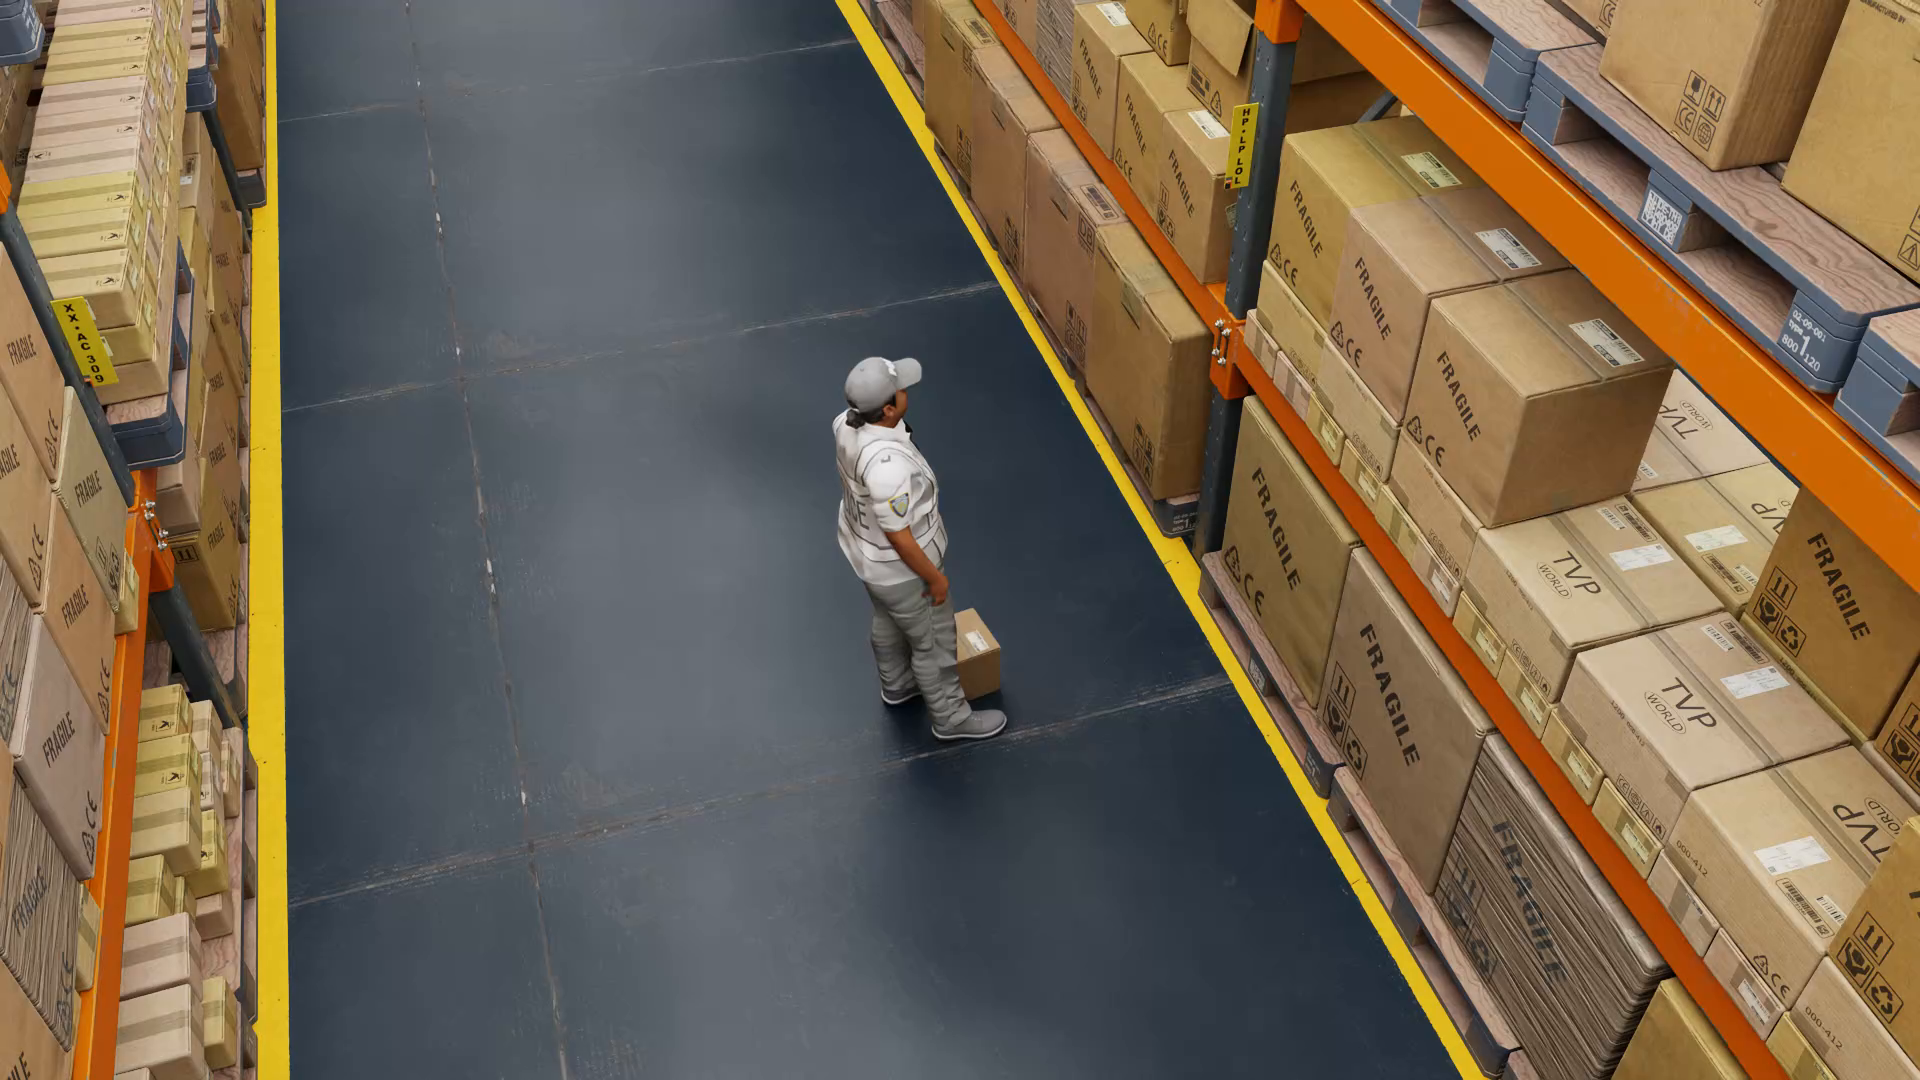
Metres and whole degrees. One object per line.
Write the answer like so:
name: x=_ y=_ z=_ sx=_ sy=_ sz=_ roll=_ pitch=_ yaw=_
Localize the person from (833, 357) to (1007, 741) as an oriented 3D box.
person: x=-0.157 y=0.027 z=6.114 sx=0.529 sy=1.669 sz=0.596 roll=-17 pitch=45 yaw=-17
